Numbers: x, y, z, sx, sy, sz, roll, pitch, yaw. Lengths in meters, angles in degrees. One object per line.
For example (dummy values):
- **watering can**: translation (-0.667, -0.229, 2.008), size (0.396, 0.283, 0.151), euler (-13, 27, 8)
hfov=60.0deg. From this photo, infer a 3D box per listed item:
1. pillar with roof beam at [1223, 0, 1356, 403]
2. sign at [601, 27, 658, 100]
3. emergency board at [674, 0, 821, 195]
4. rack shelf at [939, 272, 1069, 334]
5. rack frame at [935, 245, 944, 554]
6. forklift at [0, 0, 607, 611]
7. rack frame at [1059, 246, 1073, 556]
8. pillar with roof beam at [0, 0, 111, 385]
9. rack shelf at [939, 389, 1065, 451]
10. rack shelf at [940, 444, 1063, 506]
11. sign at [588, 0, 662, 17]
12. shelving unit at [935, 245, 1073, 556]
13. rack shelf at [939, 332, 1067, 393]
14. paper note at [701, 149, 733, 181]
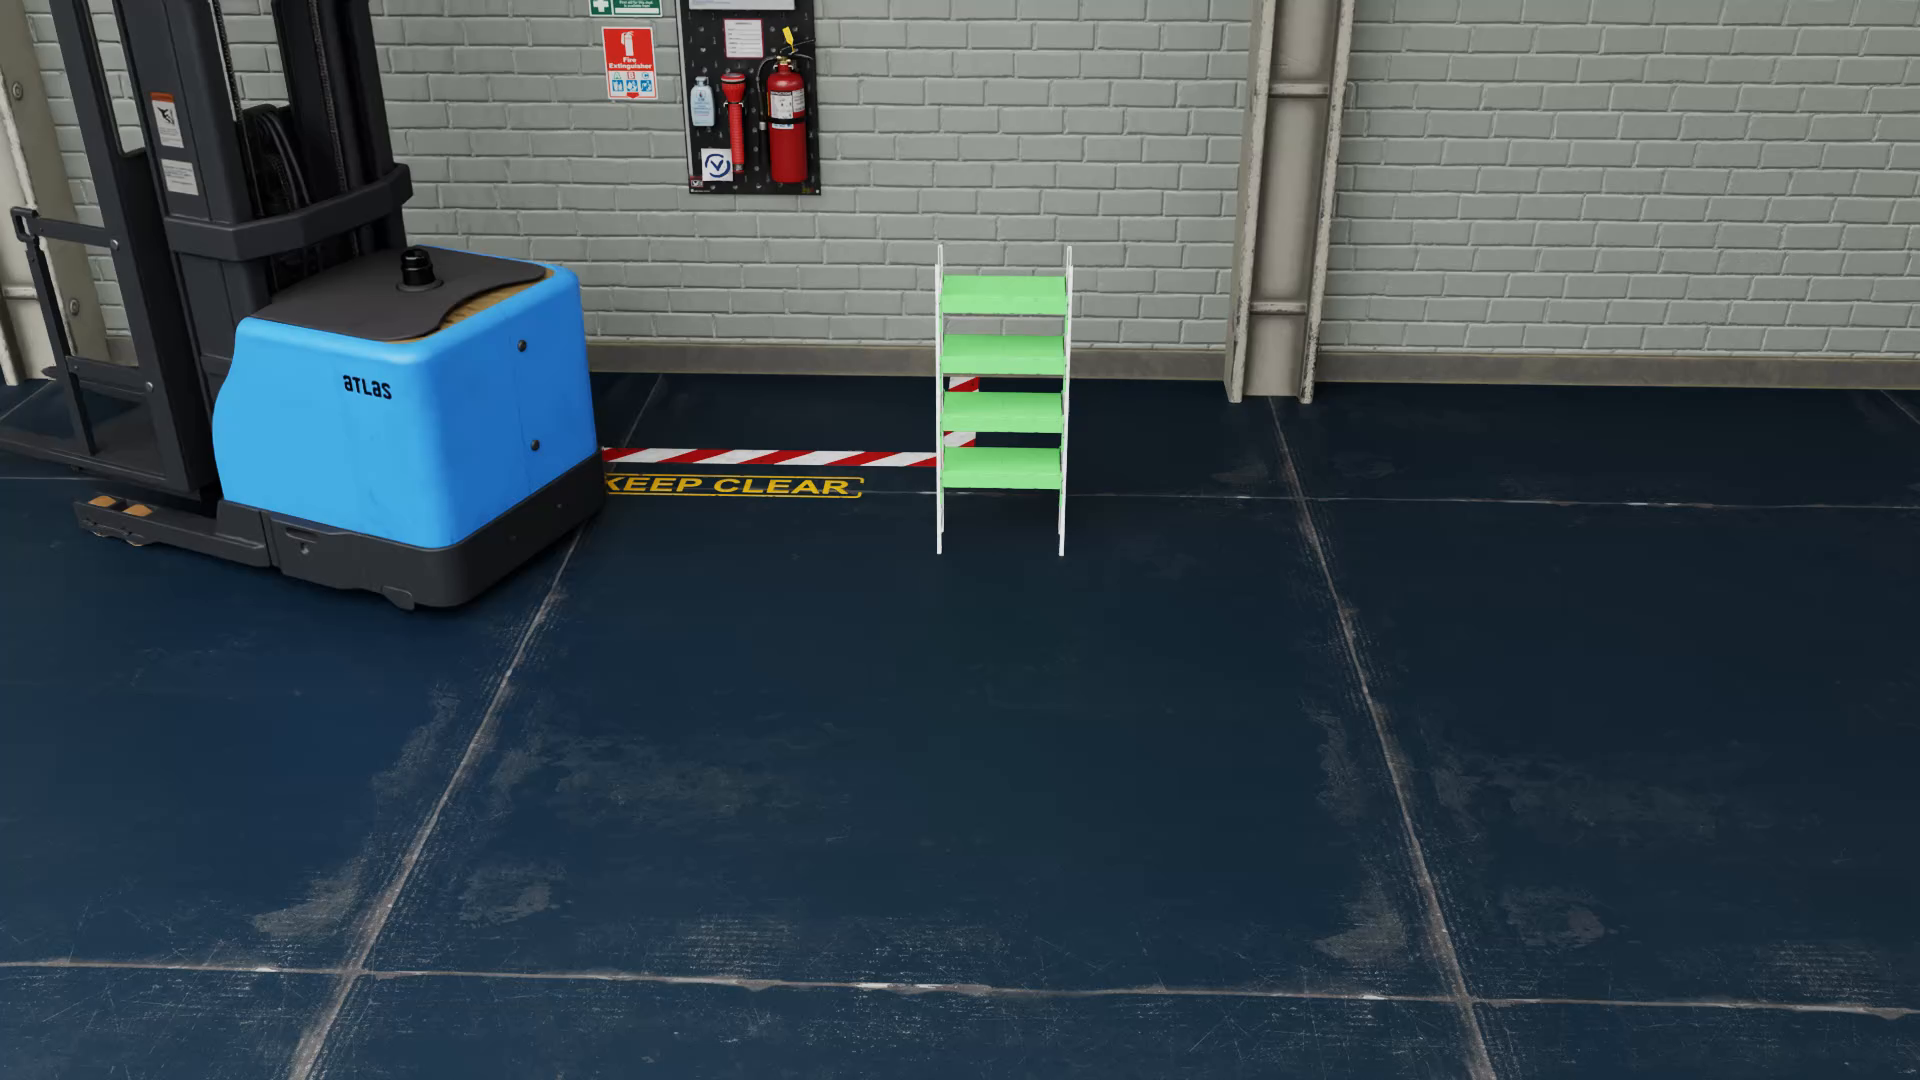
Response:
- **pillar with roof beam**: translation (1.349, -2.693, 2.222), size (0.400, 9.000, 9.100), euler (1, 28, 2)
- **sign**: translation (-1.516, -2.189, 7.639), size (0.234, 0.329, 0.001), euler (1, 28, 2)
- **emergency board**: translation (-0.967, -2.116, 7.539), size (0.643, 1.169, 0.194), euler (1, 28, 2)
- **rack shelf**: translation (0.165, -0.895, 6.269), size (0.480, 0.148, 0.258), euler (1, 28, 2)
- **rack frame**: translation (-0.078, -0.531, 6.471), size (0.015, 1.200, 0.240), euler (1, 28, 2)
- **forklift**: translation (-3.026, -1.480, 6.413), size (3.031, 2.935, 1.130), euler (12, 30, 21)
- **rack frame**: translation (0.409, -0.523, 6.456), size (0.015, 1.200, 0.240), euler (1, 28, 2)
- **pillar with roof beam**: translation (-4.647, -2.792, 2.409), size (0.400, 9.000, 9.100), euler (1, 28, 2)
- **rack shelf**: translation (0.165, -0.471, 6.494), size (0.480, 0.148, 0.258), euler (1, 28, 2)
- **rack shelf**: translation (0.165, -0.259, 6.606), size (0.480, 0.148, 0.258), euler (1, 28, 2)
- **sign**: translation (-1.512, -2.419, 7.507), size (0.331, 0.109, 0.001), euler (1, 28, 2)
- **shelving unit**: translation (0.165, -0.527, 6.464), size (0.503, 1.200, 0.258), euler (1, 28, 2)
- **rack shelf**: translation (0.165, -0.683, 6.381), size (0.480, 0.148, 0.258), euler (1, 28, 2)
- **paper note**: translation (-1.142, -1.762, 7.812), size (0.142, 0.148, 0.016), euler (1, 28, 2)
